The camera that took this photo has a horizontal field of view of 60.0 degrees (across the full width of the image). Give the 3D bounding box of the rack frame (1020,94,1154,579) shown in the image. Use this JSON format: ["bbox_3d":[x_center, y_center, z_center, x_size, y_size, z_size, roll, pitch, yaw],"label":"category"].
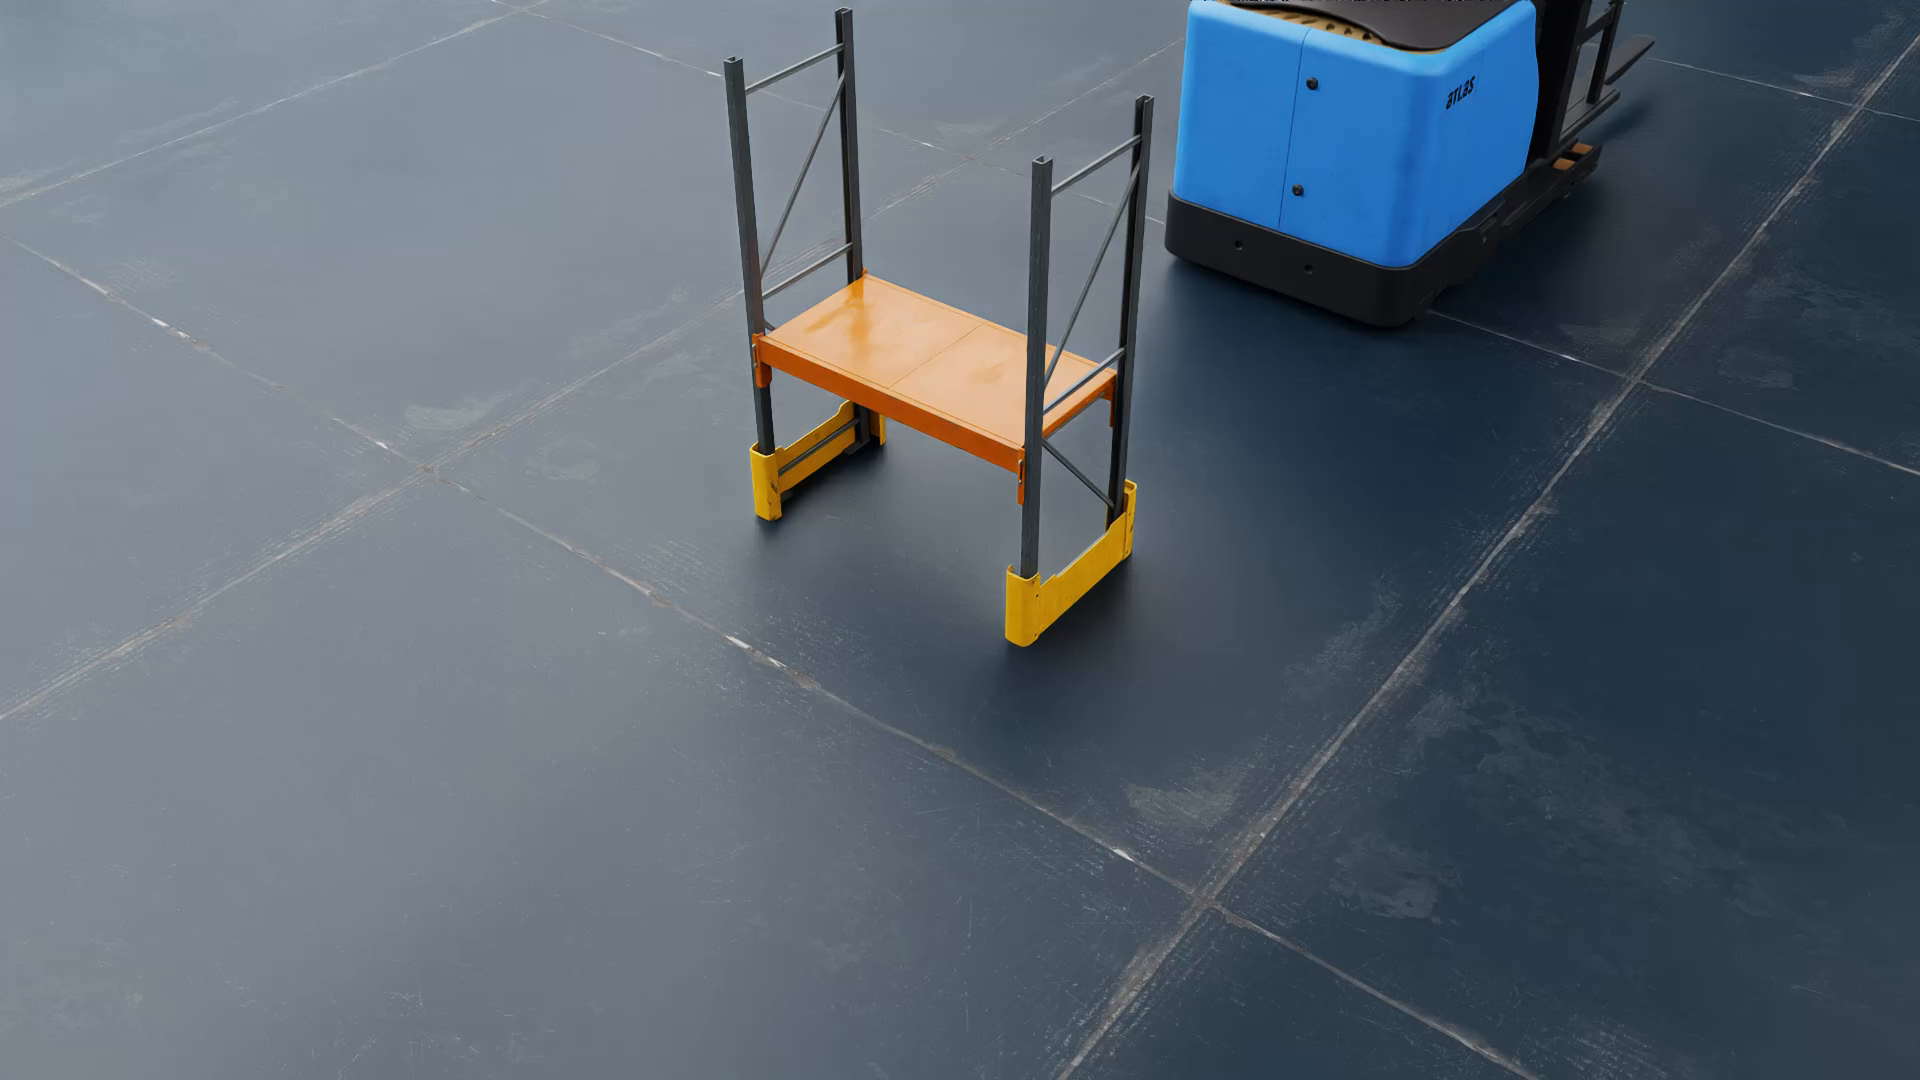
[{"bbox_3d":[0.336,-0.432,4.585,0.032,1.500,0.500,25,45,29],"label":"rack frame"}]

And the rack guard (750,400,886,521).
[{"bbox_3d":[-0.456,-0.313,5.448,0.087,0.250,0.587,25,45,29],"label":"rack guard"}]

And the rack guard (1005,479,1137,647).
[{"bbox_3d":[0.335,0.060,4.971,0.087,0.250,0.587,25,45,29],"label":"rack guard"}]

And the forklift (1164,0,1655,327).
[{"bbox_3d":[2.126,-2.788,6.433,1.130,2.935,3.031,26,45,29],"label":"forklift"}]

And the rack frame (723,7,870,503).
[{"bbox_3d":[-0.472,-0.813,5.072,0.032,1.500,0.500,25,45,29],"label":"rack frame"}]

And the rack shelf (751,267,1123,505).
[{"bbox_3d":[-0.068,-0.481,4.939,1.000,0.185,0.538,25,45,29],"label":"rack shelf"}]

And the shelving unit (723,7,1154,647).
[{"bbox_3d":[-0.061,-0.619,4.824,1.083,1.500,0.587,25,45,29],"label":"shelving unit"}]
